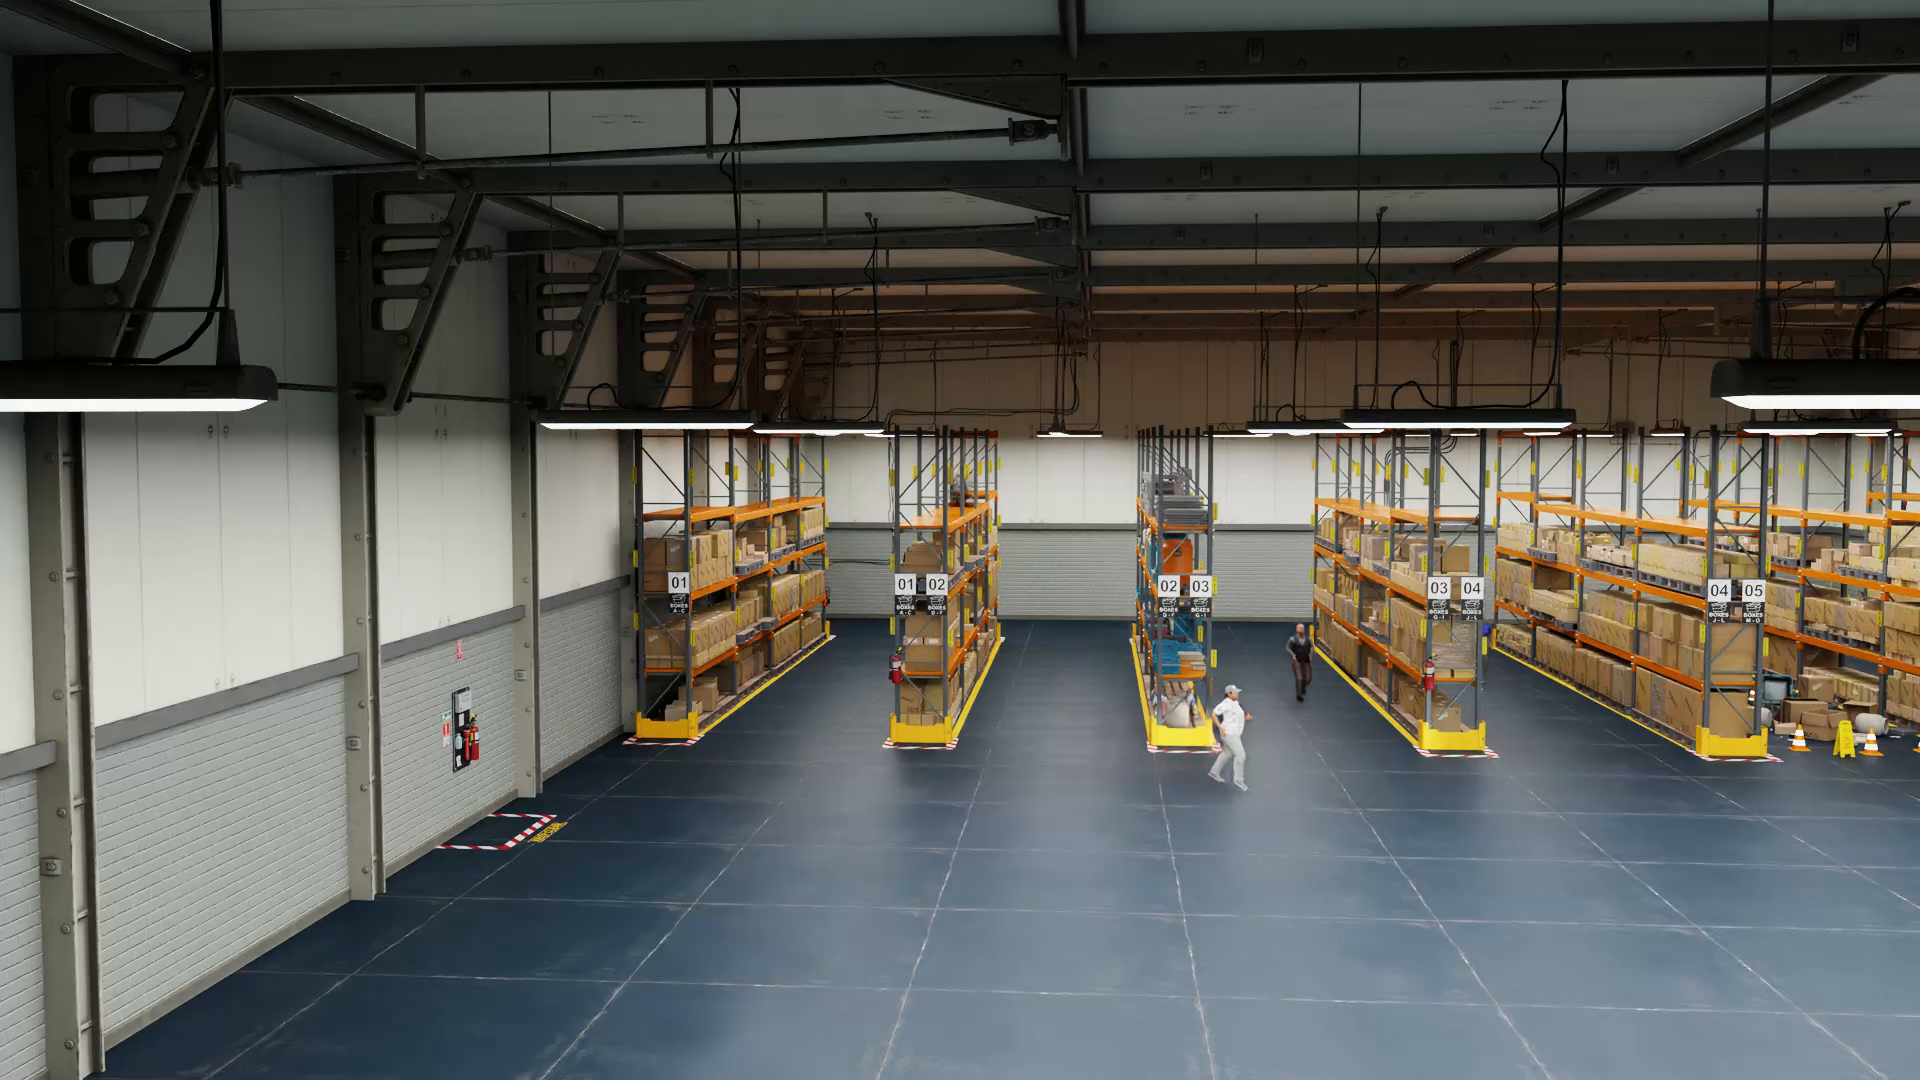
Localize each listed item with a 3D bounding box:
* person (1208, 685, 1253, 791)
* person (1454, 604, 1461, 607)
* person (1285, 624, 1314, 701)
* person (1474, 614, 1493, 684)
[{"bbox_3d":[4.447,3.245,27.413,0.767,1.728,0.580,2,4,25],"label":"person"},{"bbox_3d":[13.742,2.134,46.766,0.776,1.542,0.571,-3,4,-39],"label":"person"},{"bbox_3d":[7.496,2.685,36.603,0.657,1.672,0.609,0,3,-3],"label":"person"},{"bbox_3d":[12.371,2.556,39.457,0.588,1.640,0.768,0,3,2],"label":"person"}]
